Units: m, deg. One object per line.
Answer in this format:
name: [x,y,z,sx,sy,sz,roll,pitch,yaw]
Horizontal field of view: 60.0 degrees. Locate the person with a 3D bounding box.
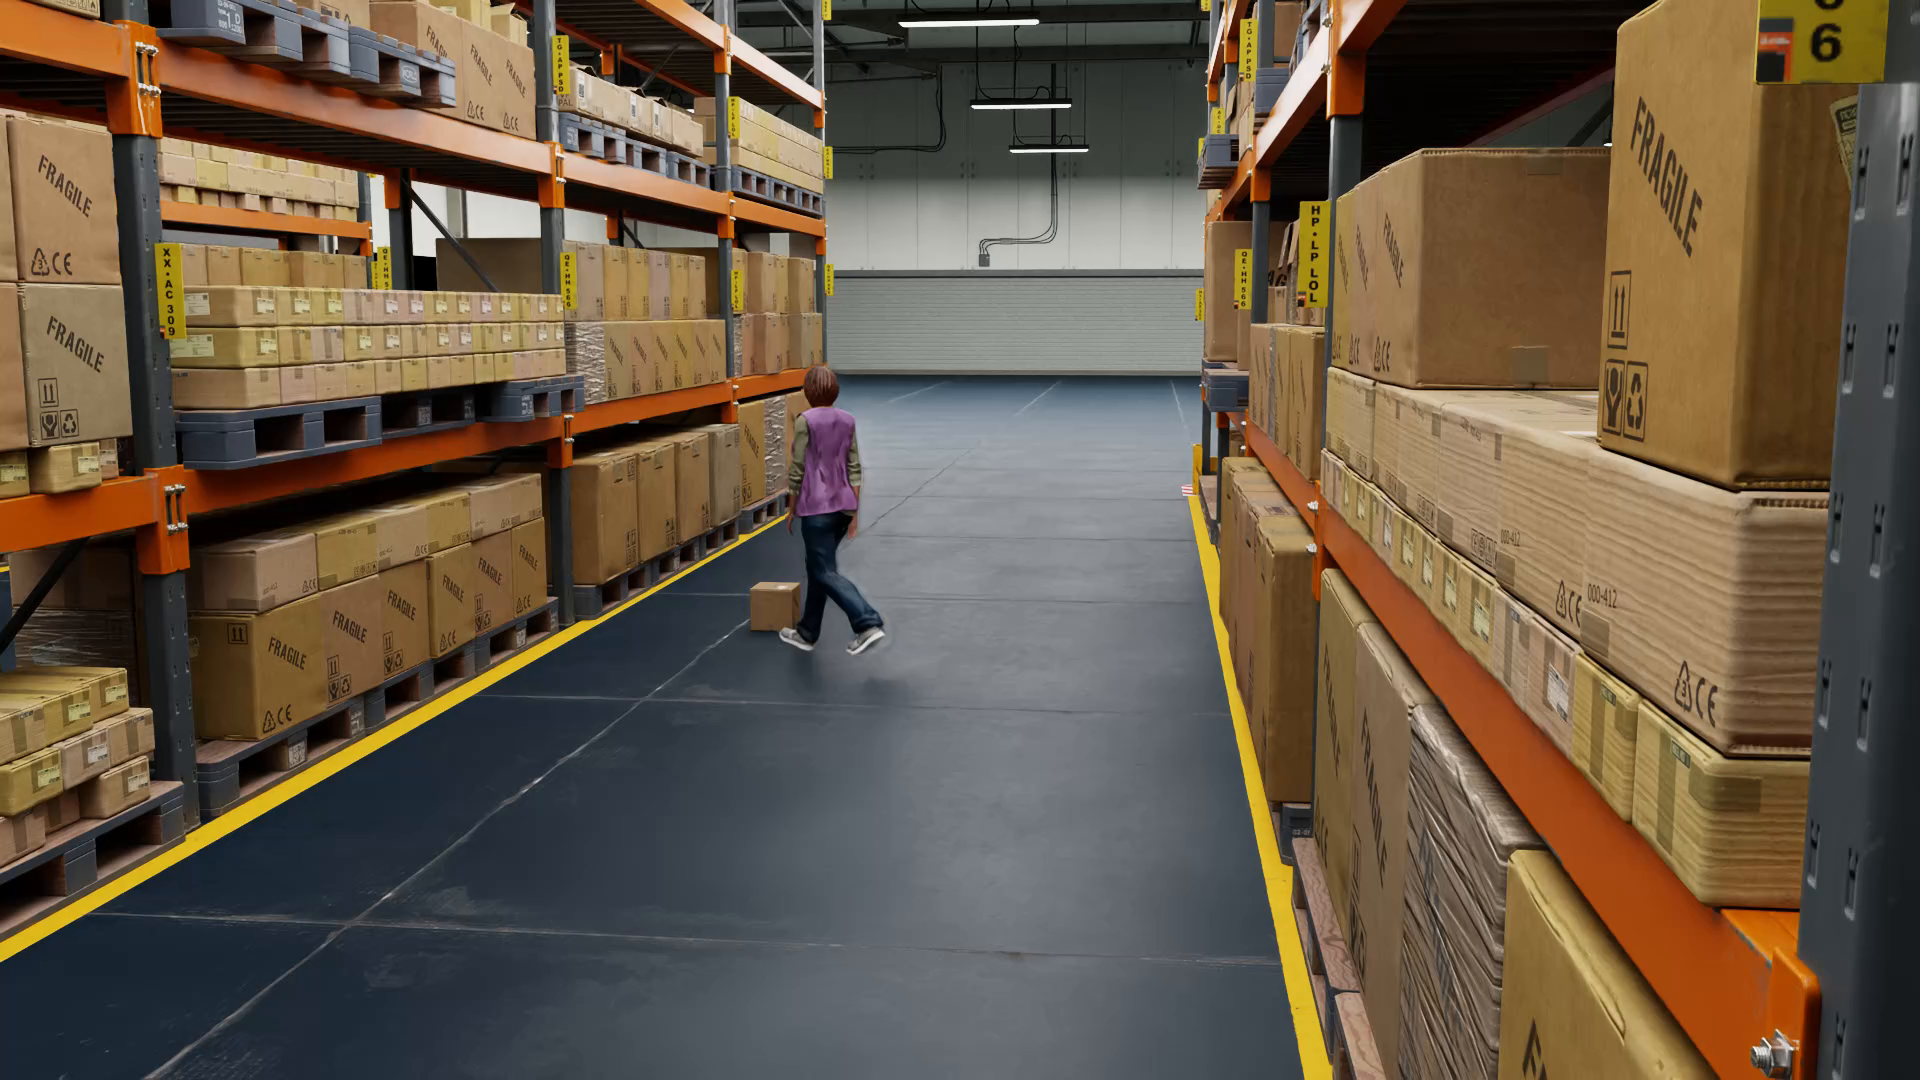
person: [-0.694,-0.141,8.854,0.928,1.557,0.383,8,11,44]
